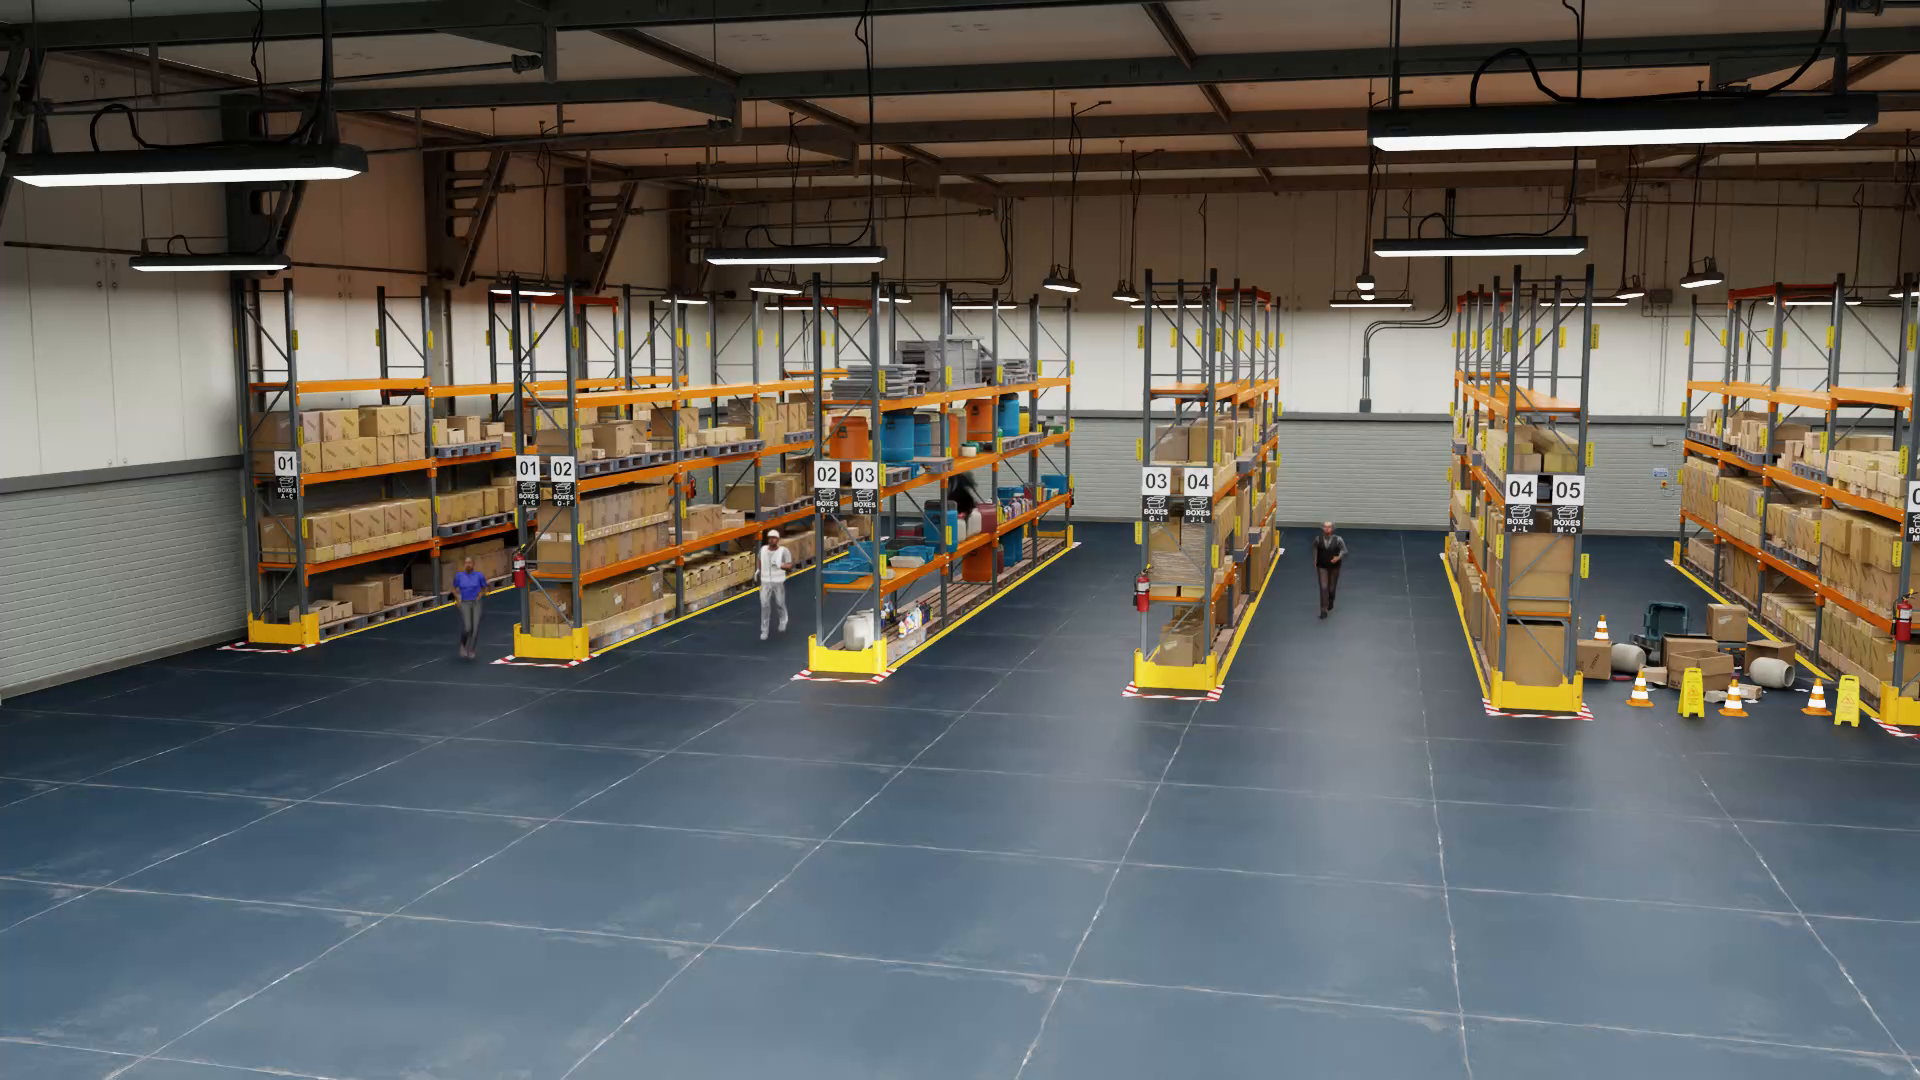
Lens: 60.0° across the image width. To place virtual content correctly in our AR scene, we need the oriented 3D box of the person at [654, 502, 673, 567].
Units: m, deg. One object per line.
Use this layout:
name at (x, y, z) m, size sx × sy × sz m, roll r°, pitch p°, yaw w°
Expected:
person at (-6.106, 0.035, 34.229) m, size 0.690 × 1.797 × 0.847 m, roll 2°, pitch 7°, yaw 15°

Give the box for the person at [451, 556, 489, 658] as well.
person at (-7.685, 1.070, 26.149) m, size 0.559 × 1.610 × 0.591 m, roll -2°, pitch 7°, yaw -20°

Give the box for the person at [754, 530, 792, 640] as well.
person at (-3.148, 0.723, 28.044) m, size 0.680 × 1.795 × 0.932 m, roll 1°, pitch 7°, yaw 6°

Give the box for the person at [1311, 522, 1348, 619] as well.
person at (6.689, 0.524, 30.154) m, size 0.654 × 1.730 × 0.863 m, roll 2°, pitch 7°, yaw 15°
